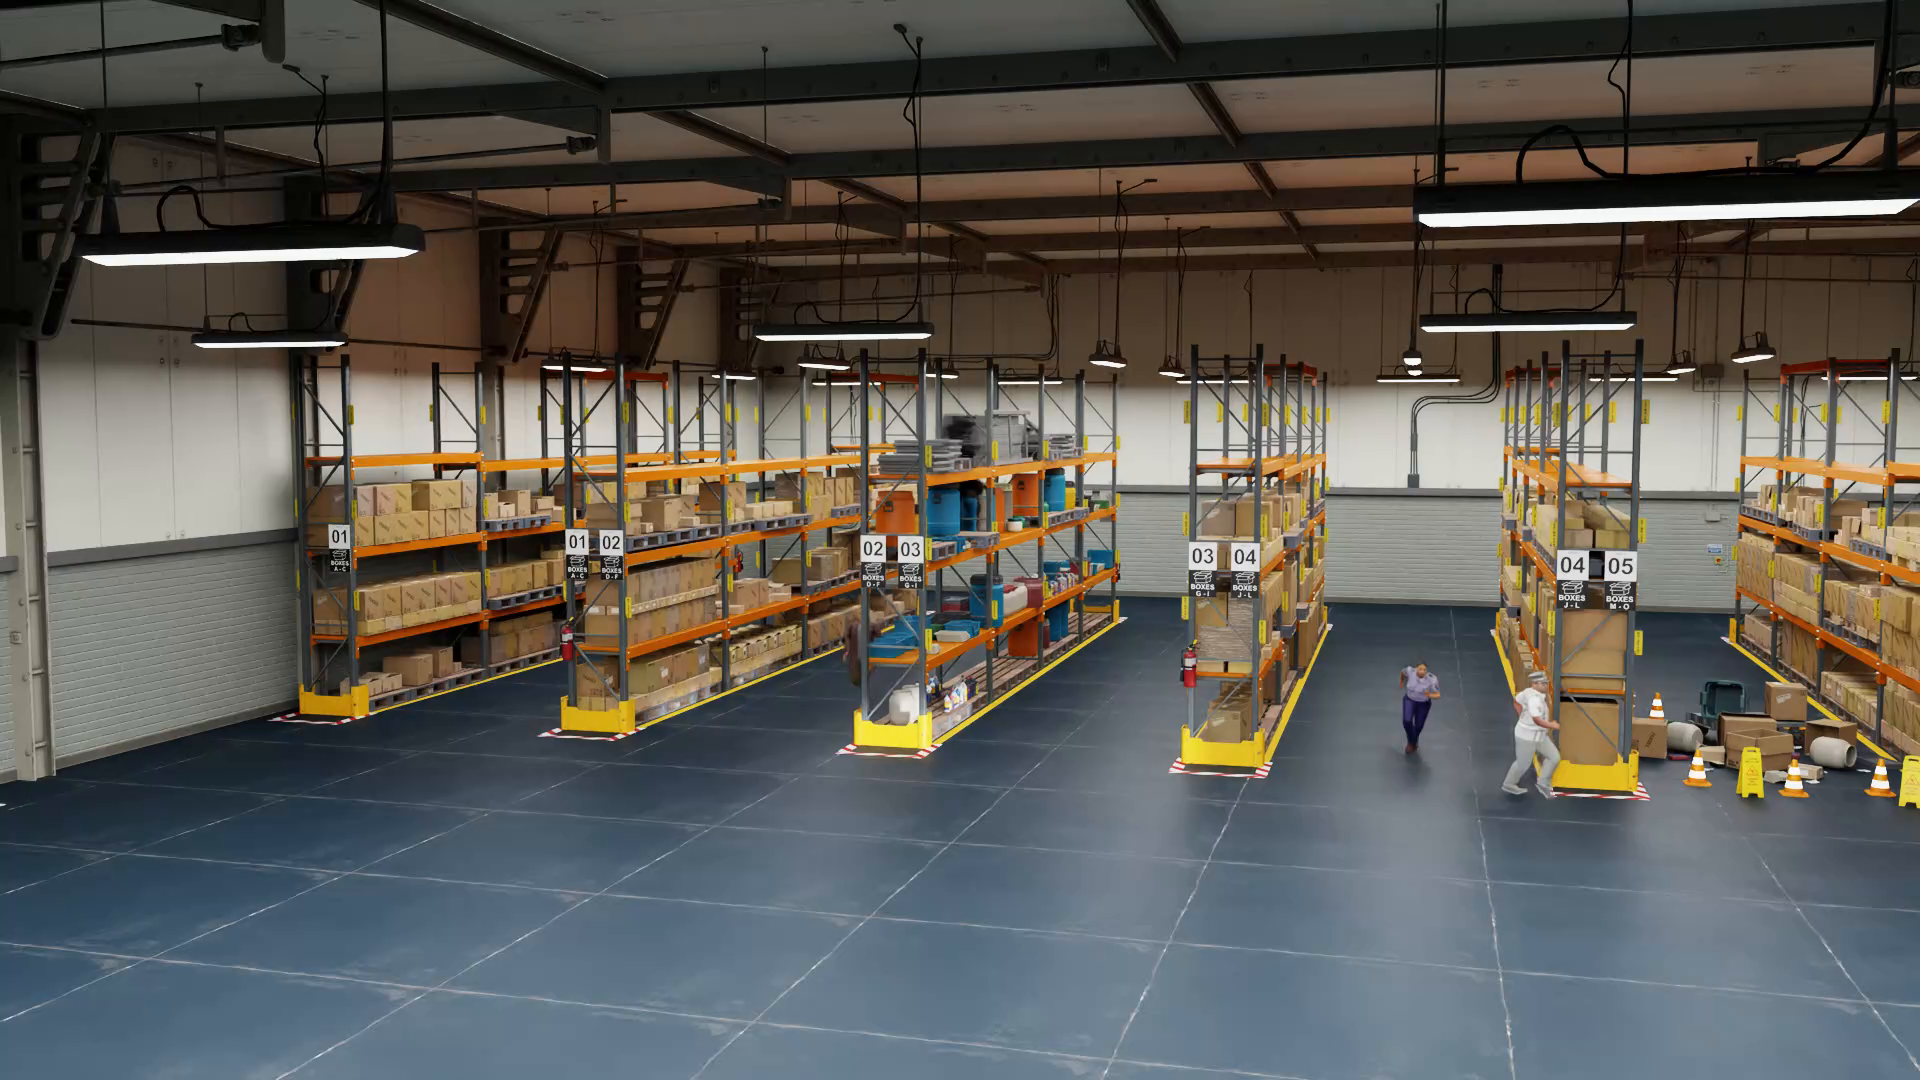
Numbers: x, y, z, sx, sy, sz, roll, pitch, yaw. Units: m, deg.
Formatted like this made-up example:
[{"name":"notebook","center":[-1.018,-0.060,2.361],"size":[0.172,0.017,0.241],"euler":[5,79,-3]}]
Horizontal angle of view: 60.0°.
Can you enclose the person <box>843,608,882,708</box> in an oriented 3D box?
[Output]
[{"name":"person","center":[-1.652,2.010,28.536],"size":[0.702,1.725,0.672],"euler":[1,4,15]}]

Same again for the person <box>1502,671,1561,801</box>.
[{"name":"person","center":[7.363,2.552,21.513],"size":[0.763,1.780,0.727],"euler":[3,5,37]}]

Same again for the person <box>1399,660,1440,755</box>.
[{"name":"person","center":[6.771,2.432,24.508],"size":[0.565,1.432,1.075],"euler":[1,4,13]}]
